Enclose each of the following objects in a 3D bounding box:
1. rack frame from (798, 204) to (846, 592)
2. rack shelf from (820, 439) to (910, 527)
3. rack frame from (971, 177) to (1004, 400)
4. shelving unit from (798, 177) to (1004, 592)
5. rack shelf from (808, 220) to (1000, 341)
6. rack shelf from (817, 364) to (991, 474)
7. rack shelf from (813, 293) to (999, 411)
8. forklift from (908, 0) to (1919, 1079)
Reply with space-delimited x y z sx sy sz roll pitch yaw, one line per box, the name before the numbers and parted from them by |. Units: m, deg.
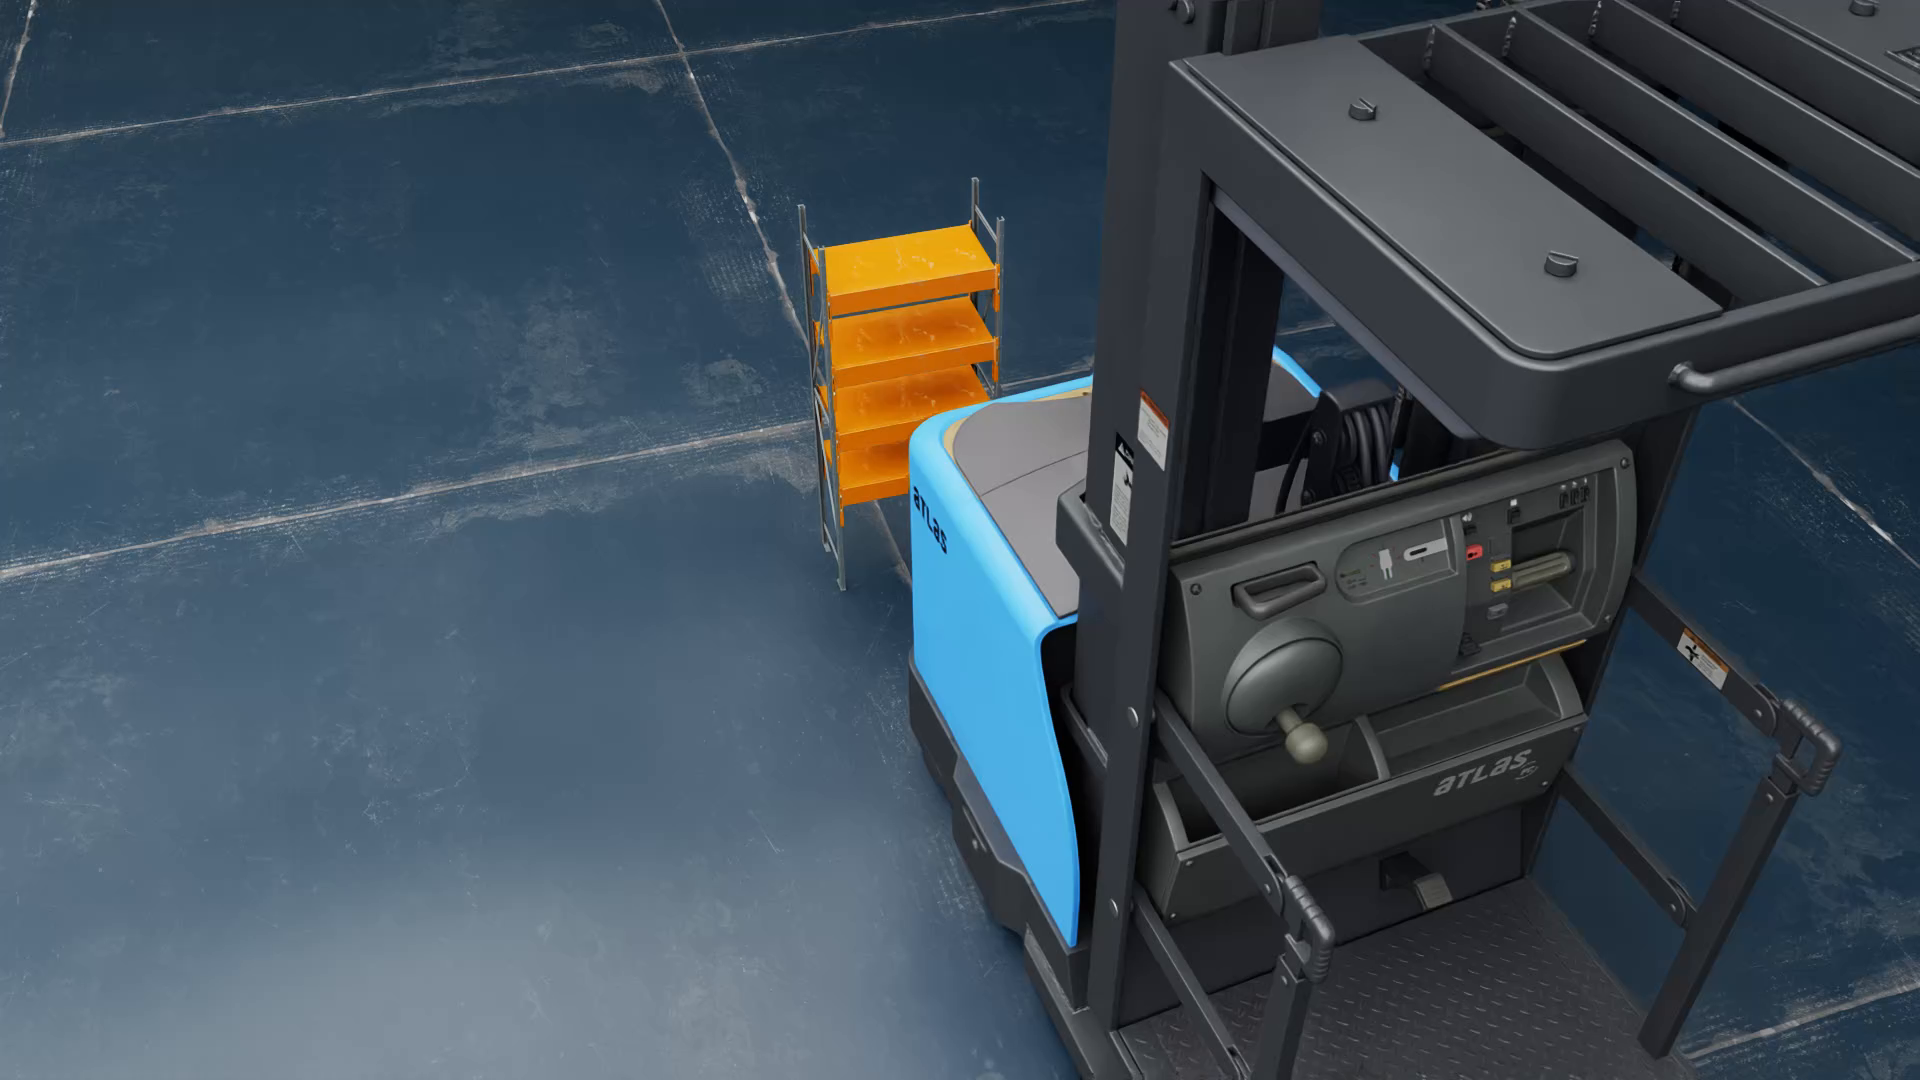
rack frame | -0.391 -0.371 4.763 0.015 1.200 0.240 -12 42 -13
rack shelf | -0.158 -0.219 4.993 0.480 0.148 0.258 -12 42 -13
rack frame | 0.075 -0.467 4.873 0.015 1.200 0.240 -12 42 -13
shelving unit | -0.158 -0.419 4.818 0.503 1.200 0.258 -12 42 -13
rack shelf | -0.158 -0.715 4.559 0.480 0.148 0.258 -12 42 -13
rack shelf | -0.158 -0.368 4.862 0.480 0.148 0.258 -12 42 -13
rack shelf | -0.158 -0.537 4.715 0.480 0.148 0.258 -12 42 -13
forklift | 0.892 0.194 2.801 1.130 2.935 3.031 -15 43 -17
